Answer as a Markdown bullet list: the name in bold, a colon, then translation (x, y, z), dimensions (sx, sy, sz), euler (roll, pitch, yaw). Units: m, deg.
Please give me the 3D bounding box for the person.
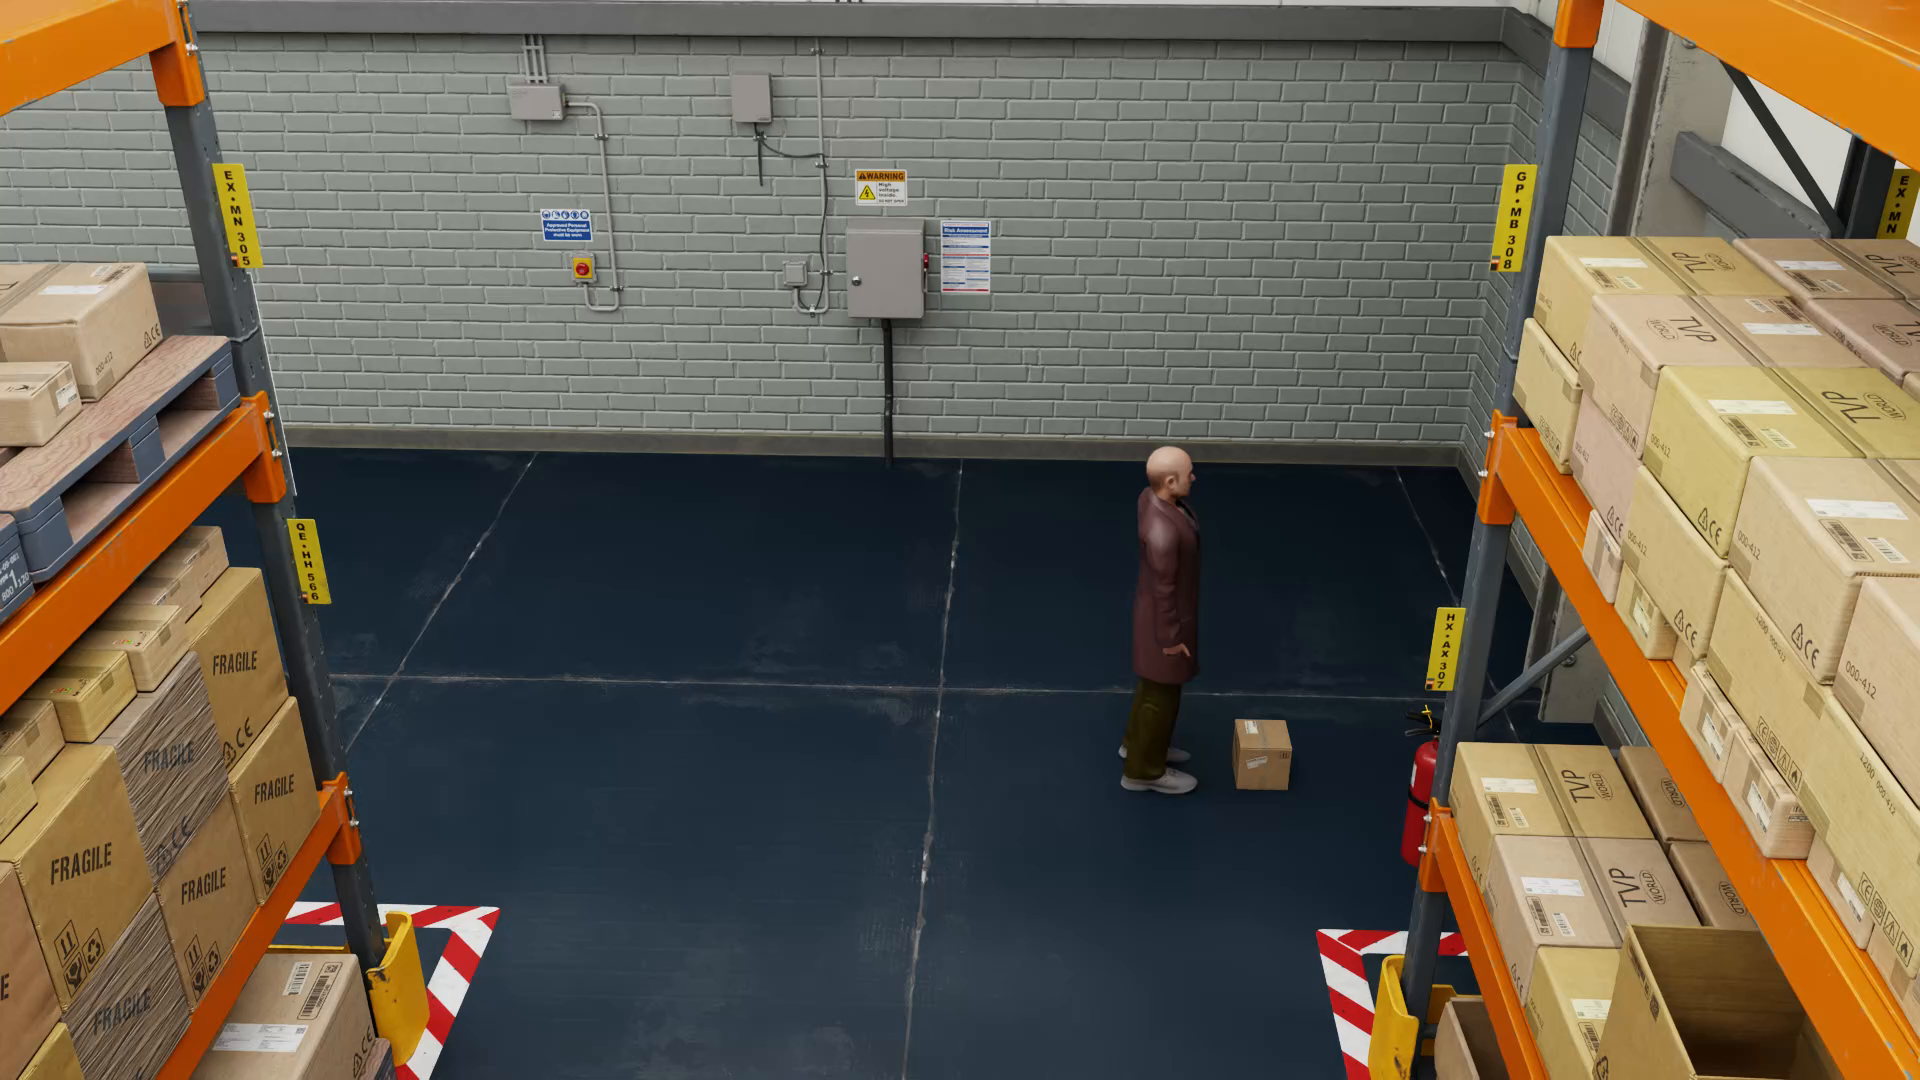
- **person**: translation (0.985, 0.388, 7.924), dimensions (0.381, 1.807, 0.571), euler (1, 28, 3)
